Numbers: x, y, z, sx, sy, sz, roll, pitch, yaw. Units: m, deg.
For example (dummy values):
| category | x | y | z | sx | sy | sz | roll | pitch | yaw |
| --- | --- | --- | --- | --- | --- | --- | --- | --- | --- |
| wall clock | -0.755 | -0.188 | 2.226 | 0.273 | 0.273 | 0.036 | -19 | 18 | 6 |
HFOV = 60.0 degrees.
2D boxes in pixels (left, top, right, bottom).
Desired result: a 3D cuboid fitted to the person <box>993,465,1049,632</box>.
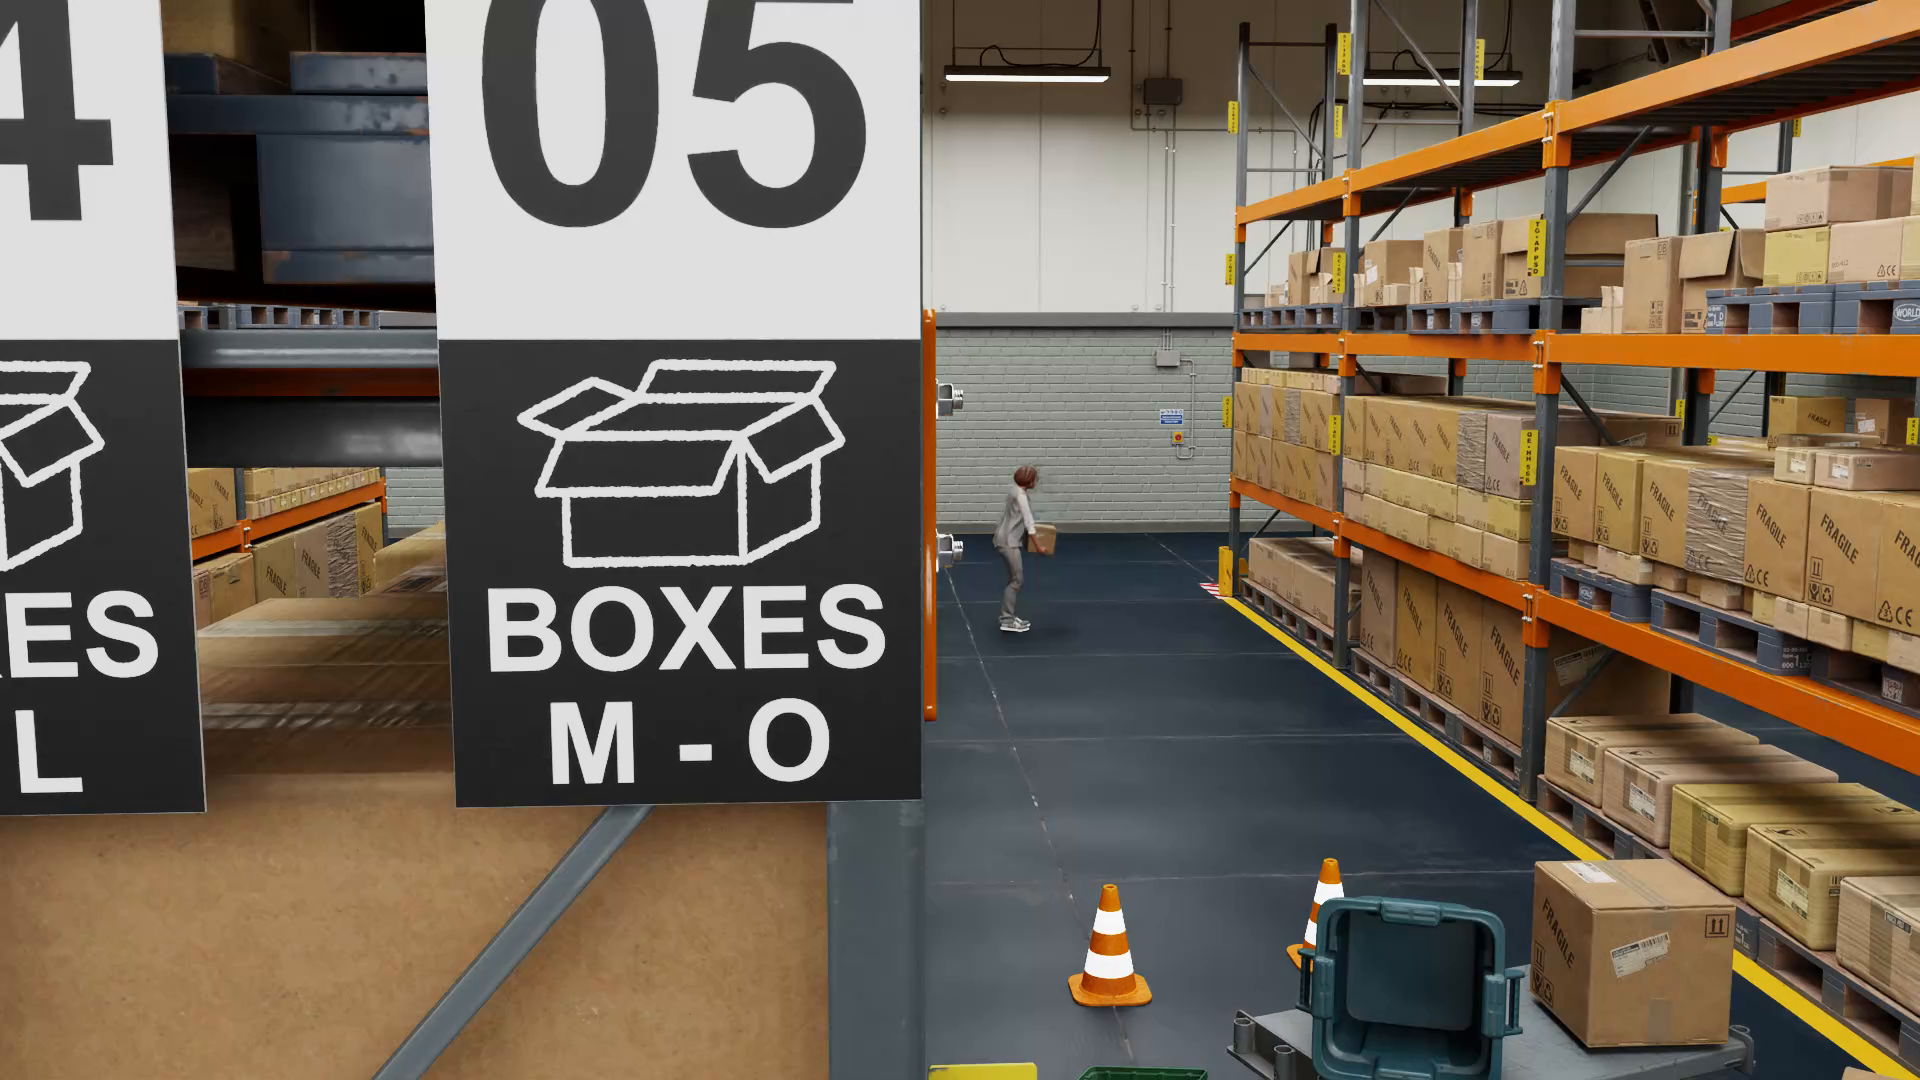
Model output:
| category | x | y | z | sx | sy | sz | roll | pitch | yaw |
| --- | --- | --- | --- | --- | --- | --- | --- | --- | --- |
| person | 0.573 | 0.080 | 15.810 | 0.524 | 1.565 | 0.372 | -1 | 7 | -5 |
